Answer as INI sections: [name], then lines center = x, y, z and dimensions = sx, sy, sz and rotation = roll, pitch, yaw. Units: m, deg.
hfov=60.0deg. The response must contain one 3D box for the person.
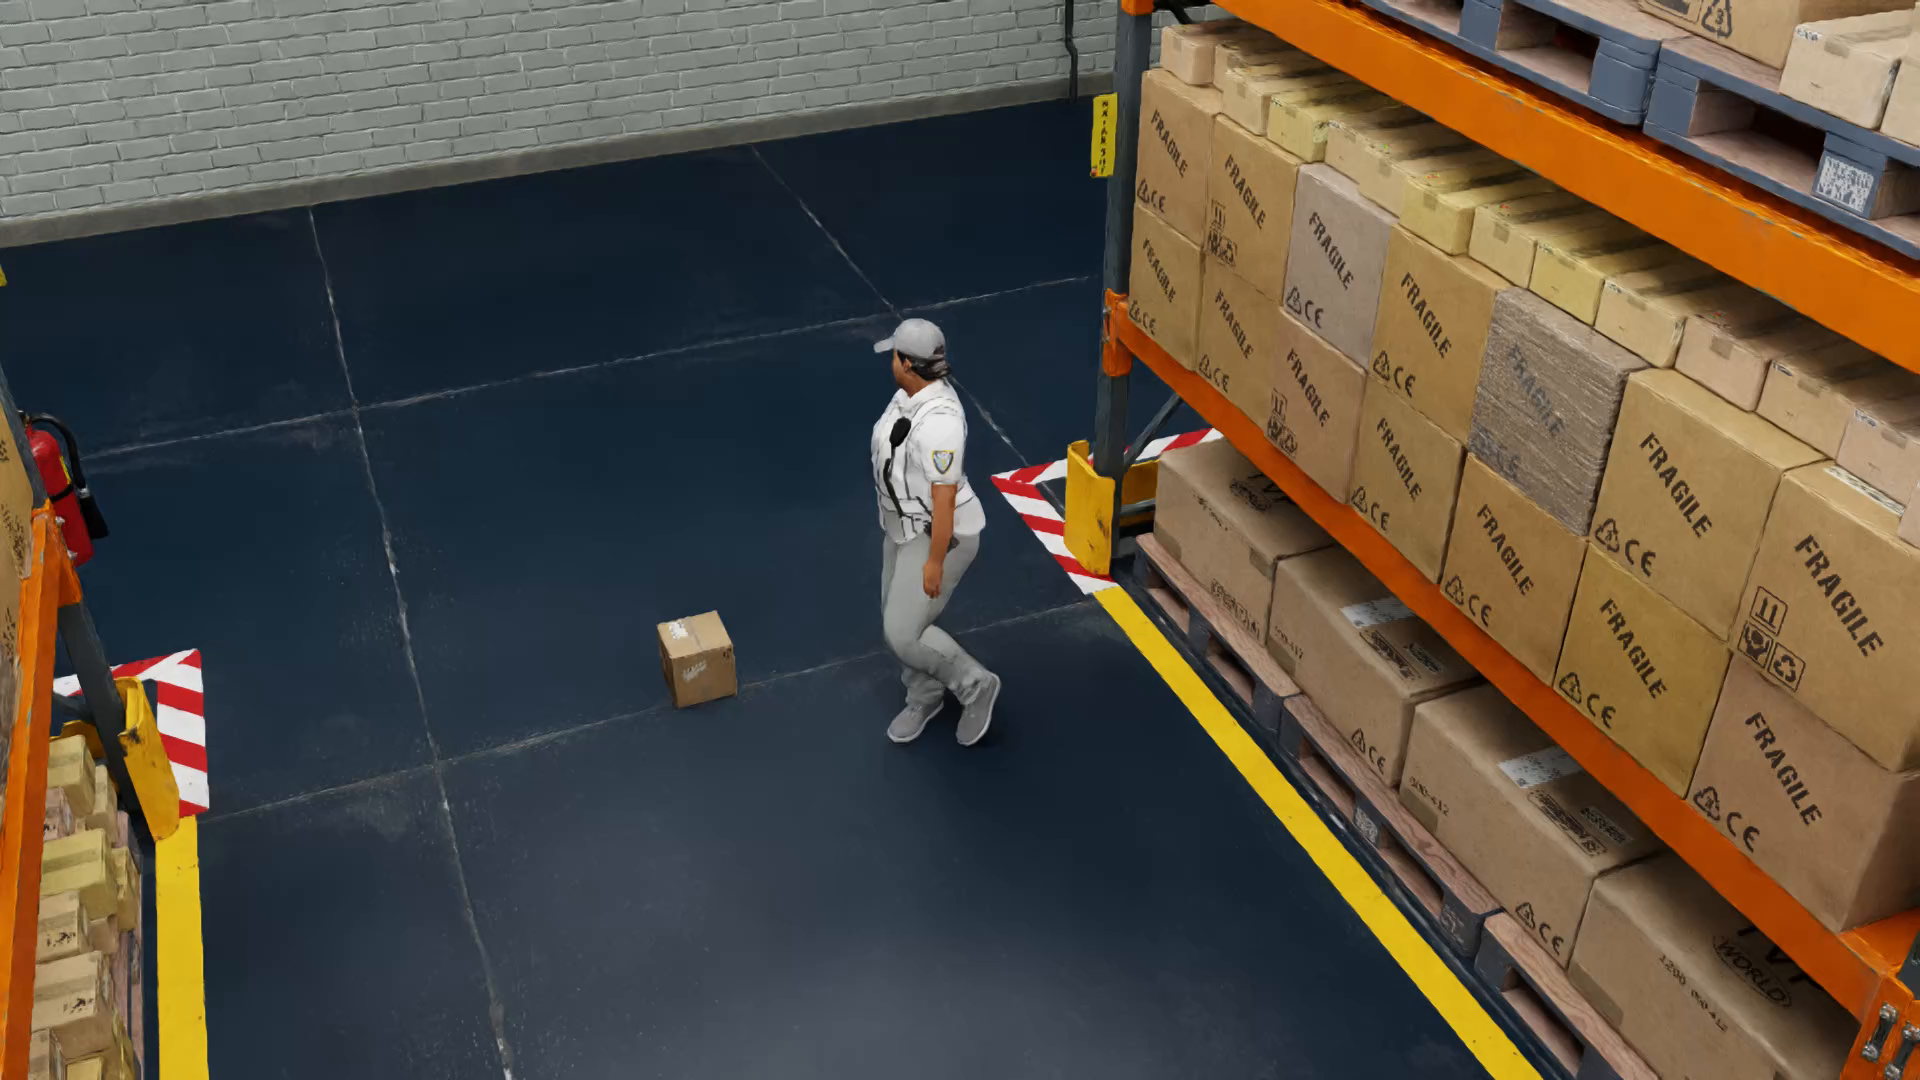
[person]
center = -0.125, -0.002, 6.163
dimensions = 0.454, 1.644, 0.632
rotation = -13, 36, -19
